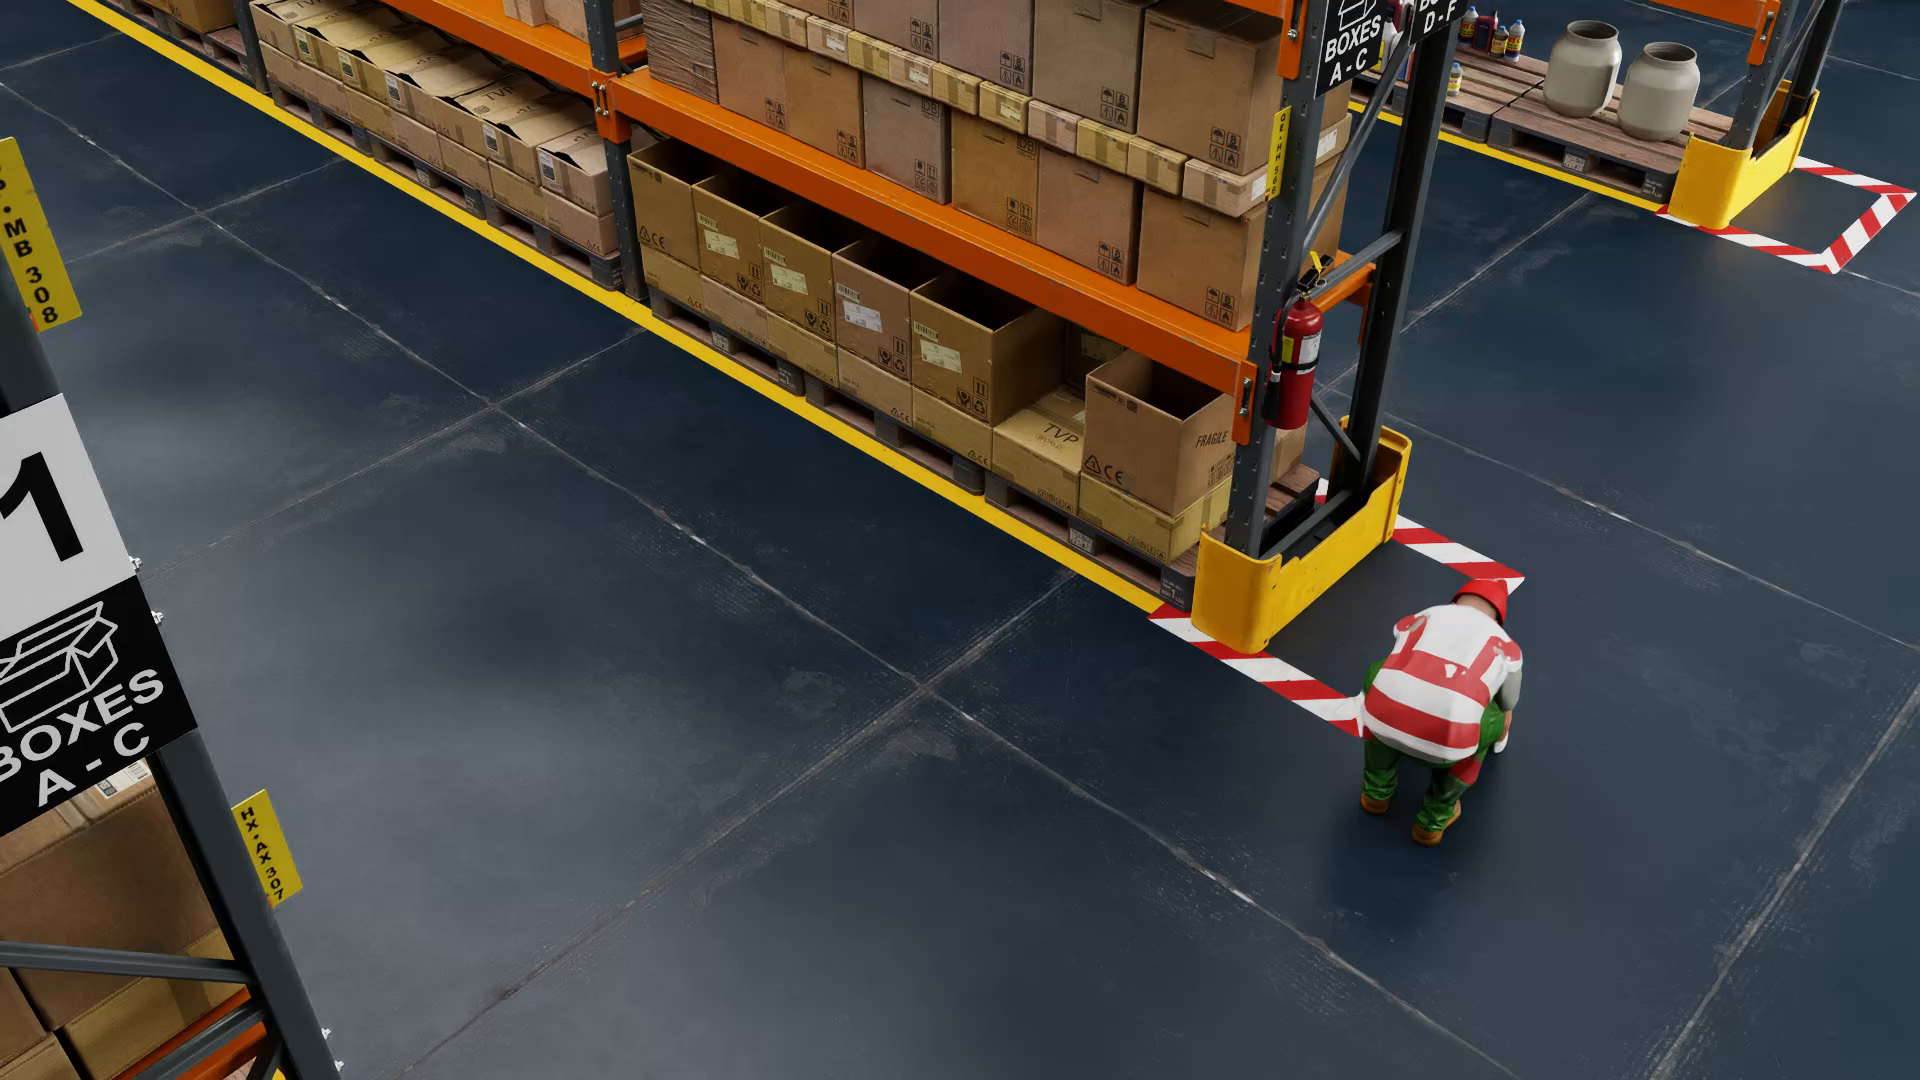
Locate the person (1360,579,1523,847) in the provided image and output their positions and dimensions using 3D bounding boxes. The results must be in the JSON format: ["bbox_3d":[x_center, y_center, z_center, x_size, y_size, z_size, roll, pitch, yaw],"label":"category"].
[{"bbox_3d":[1.758,0.618,6.156,0.529,0.854,0.967,19,43,22],"label":"person"}]
